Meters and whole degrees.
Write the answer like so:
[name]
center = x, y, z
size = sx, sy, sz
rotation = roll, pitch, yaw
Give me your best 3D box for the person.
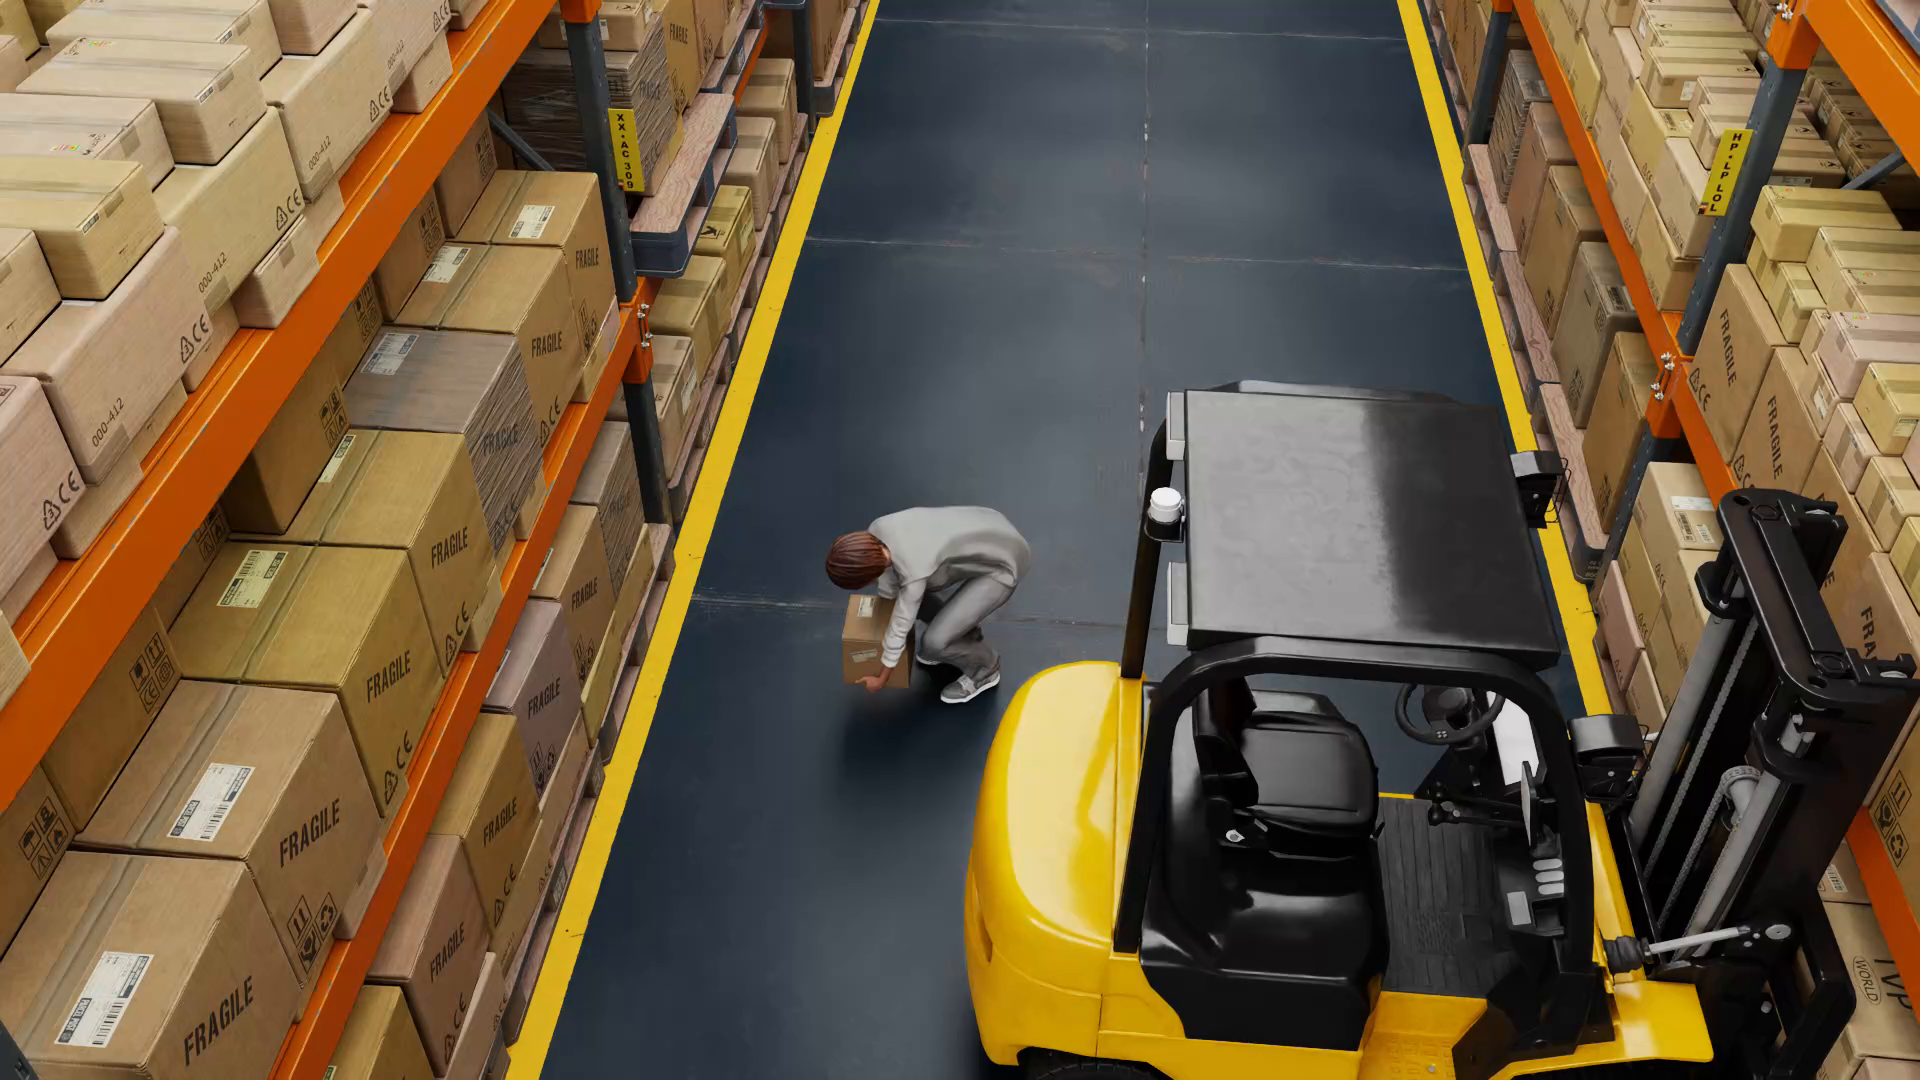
[person]
center = -0.122, 0.231, 6.418
size = 0.837, 0.919, 0.432
rotation = -18, 44, -20
